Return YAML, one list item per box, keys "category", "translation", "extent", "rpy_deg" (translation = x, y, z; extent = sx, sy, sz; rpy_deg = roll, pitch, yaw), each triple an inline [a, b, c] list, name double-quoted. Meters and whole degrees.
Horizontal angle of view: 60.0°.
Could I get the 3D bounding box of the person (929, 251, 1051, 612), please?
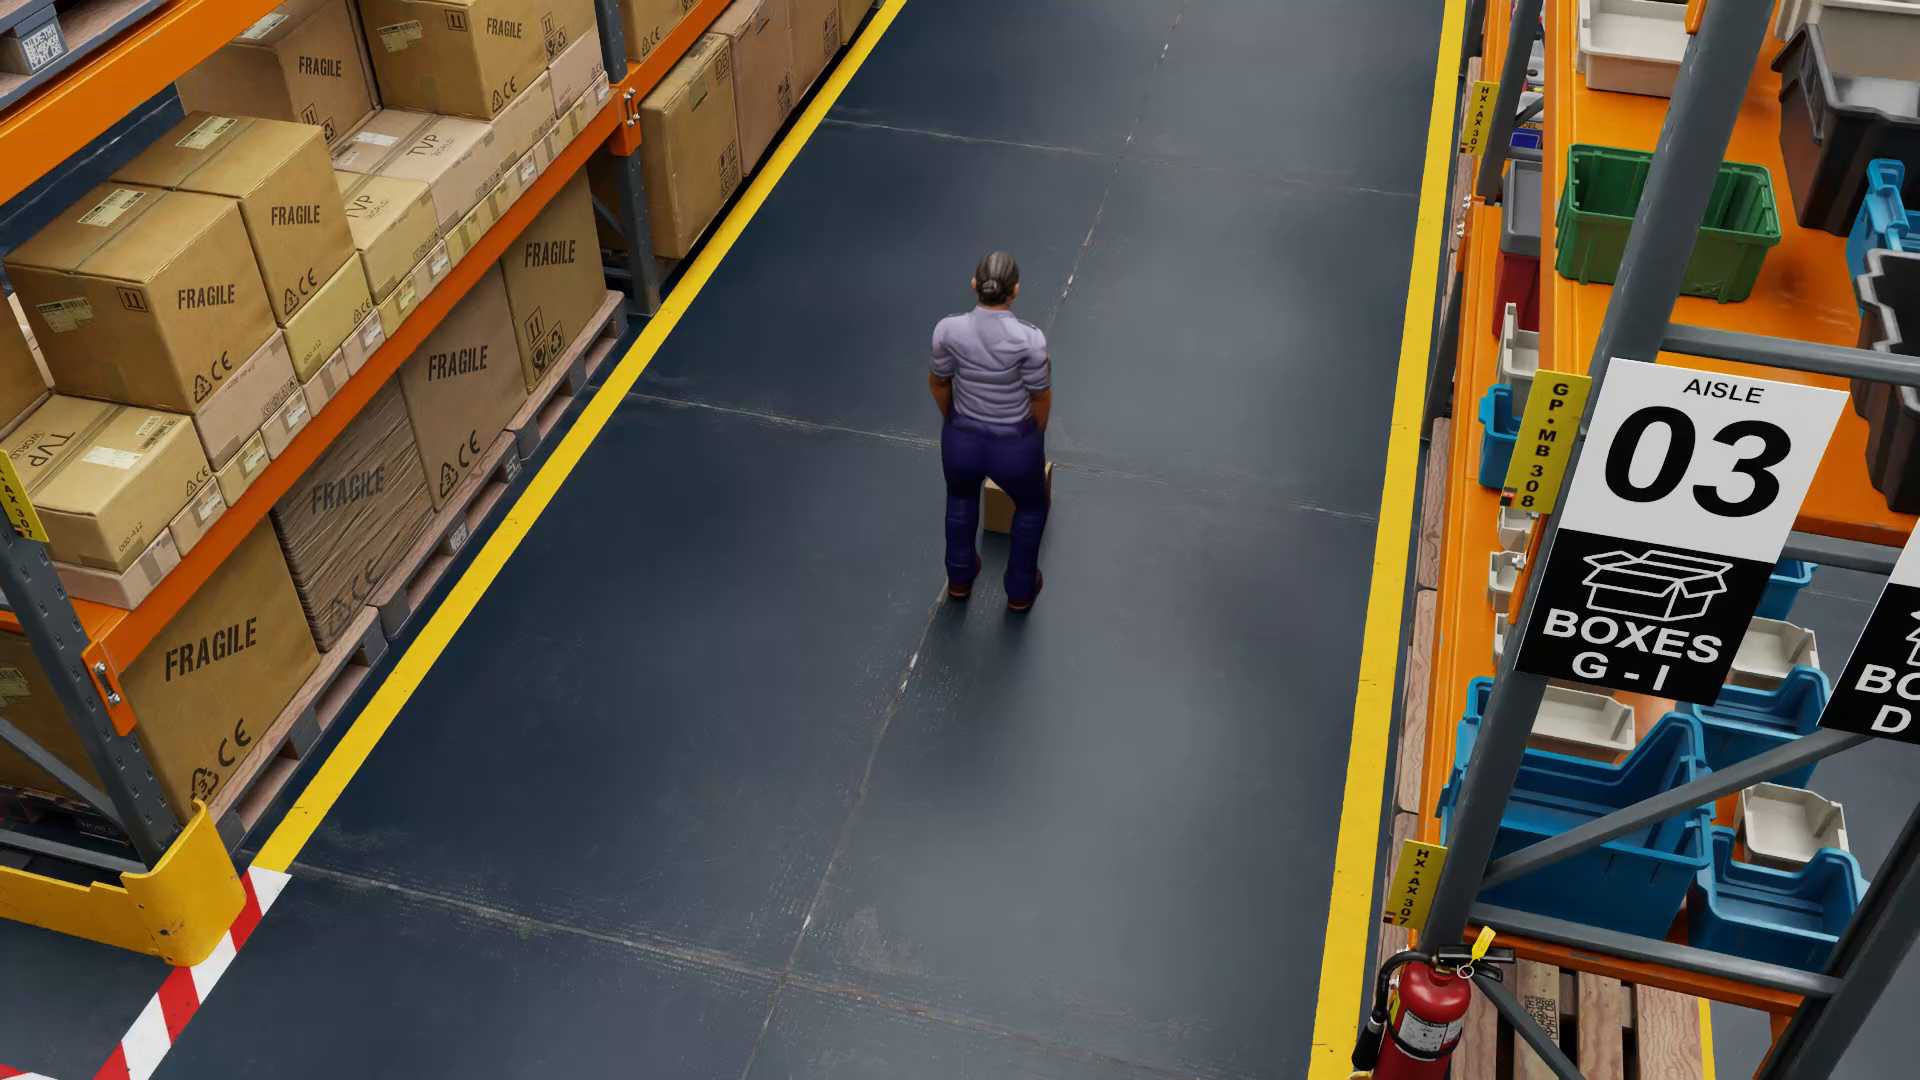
- category: "person"
  translation: [0.113, -0.394, 6.662]
  extent: [0.496, 1.604, 0.391]
  rpy_deg: [11, 42, 12]
